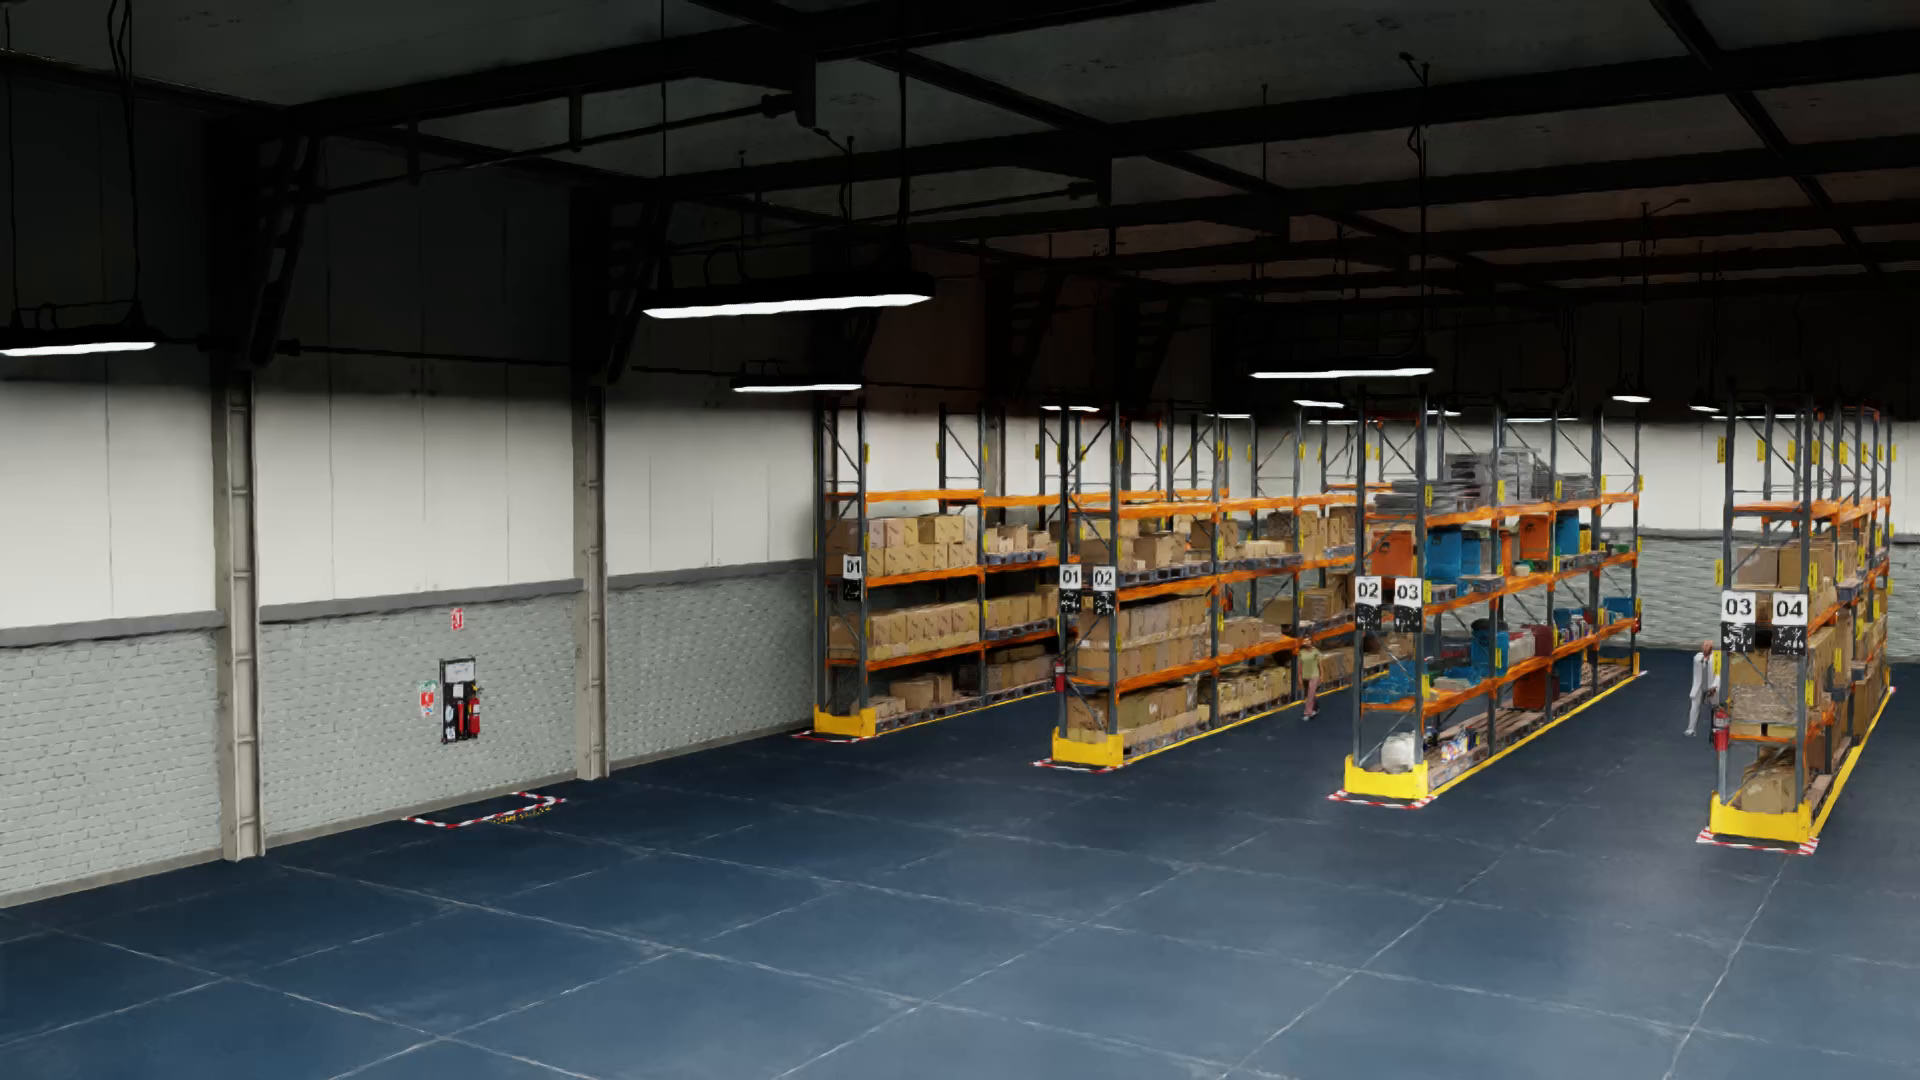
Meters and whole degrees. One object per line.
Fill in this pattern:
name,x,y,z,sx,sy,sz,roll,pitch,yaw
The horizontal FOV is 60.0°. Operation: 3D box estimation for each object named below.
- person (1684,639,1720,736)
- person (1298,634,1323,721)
person,13.155,2.590,29.276,0.571,1.716,1.103,3,4,41
person,6.538,2.552,31.213,0.448,1.590,1.110,2,4,35
